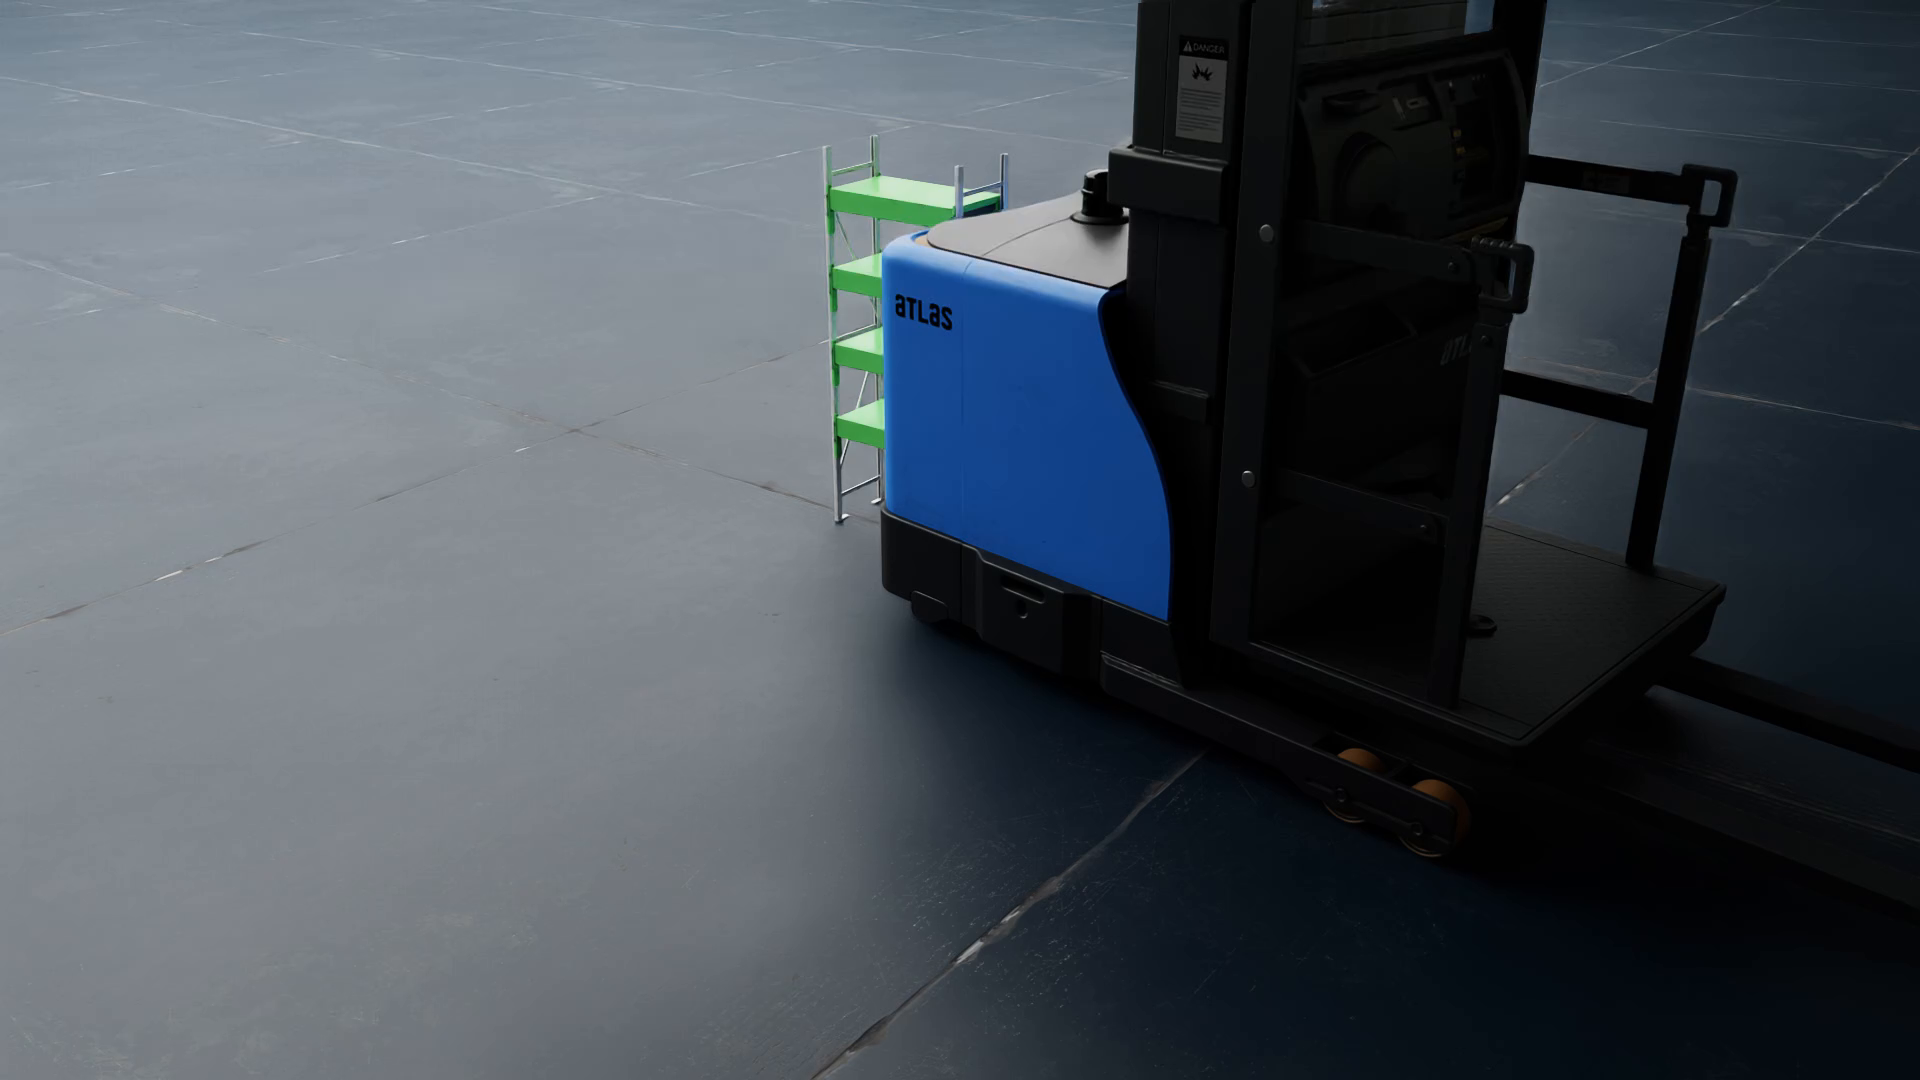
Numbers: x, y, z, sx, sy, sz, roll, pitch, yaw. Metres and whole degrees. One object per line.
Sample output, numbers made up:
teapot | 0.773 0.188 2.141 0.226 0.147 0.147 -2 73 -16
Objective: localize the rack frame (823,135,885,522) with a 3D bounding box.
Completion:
rack frame | -0.328 -0.648 5.233 0.015 1.200 0.240 17 29 33

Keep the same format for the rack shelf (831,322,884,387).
rack shelf | -0.132 -0.531 5.125 0.480 0.148 0.258 17 29 33

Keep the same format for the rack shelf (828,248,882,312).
rack shelf | -0.132 -0.750 5.028 0.480 0.148 0.258 17 29 33

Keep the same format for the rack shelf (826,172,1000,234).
rack shelf | -0.132 -0.970 4.931 0.480 0.148 0.258 17 29 33

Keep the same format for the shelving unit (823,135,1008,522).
shelving unit | -0.132 -0.589 5.099 0.503 1.200 0.258 17 29 33

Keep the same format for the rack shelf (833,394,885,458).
rack shelf | -0.132 -0.311 5.221 0.480 0.148 0.258 17 29 33

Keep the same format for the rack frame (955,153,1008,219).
rack frame | 0.063 -0.530 4.965 0.015 1.200 0.240 17 29 33

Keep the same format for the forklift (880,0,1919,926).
forklift | 1.184 -0.880 3.611 3.031 2.935 1.130 21 32 39
